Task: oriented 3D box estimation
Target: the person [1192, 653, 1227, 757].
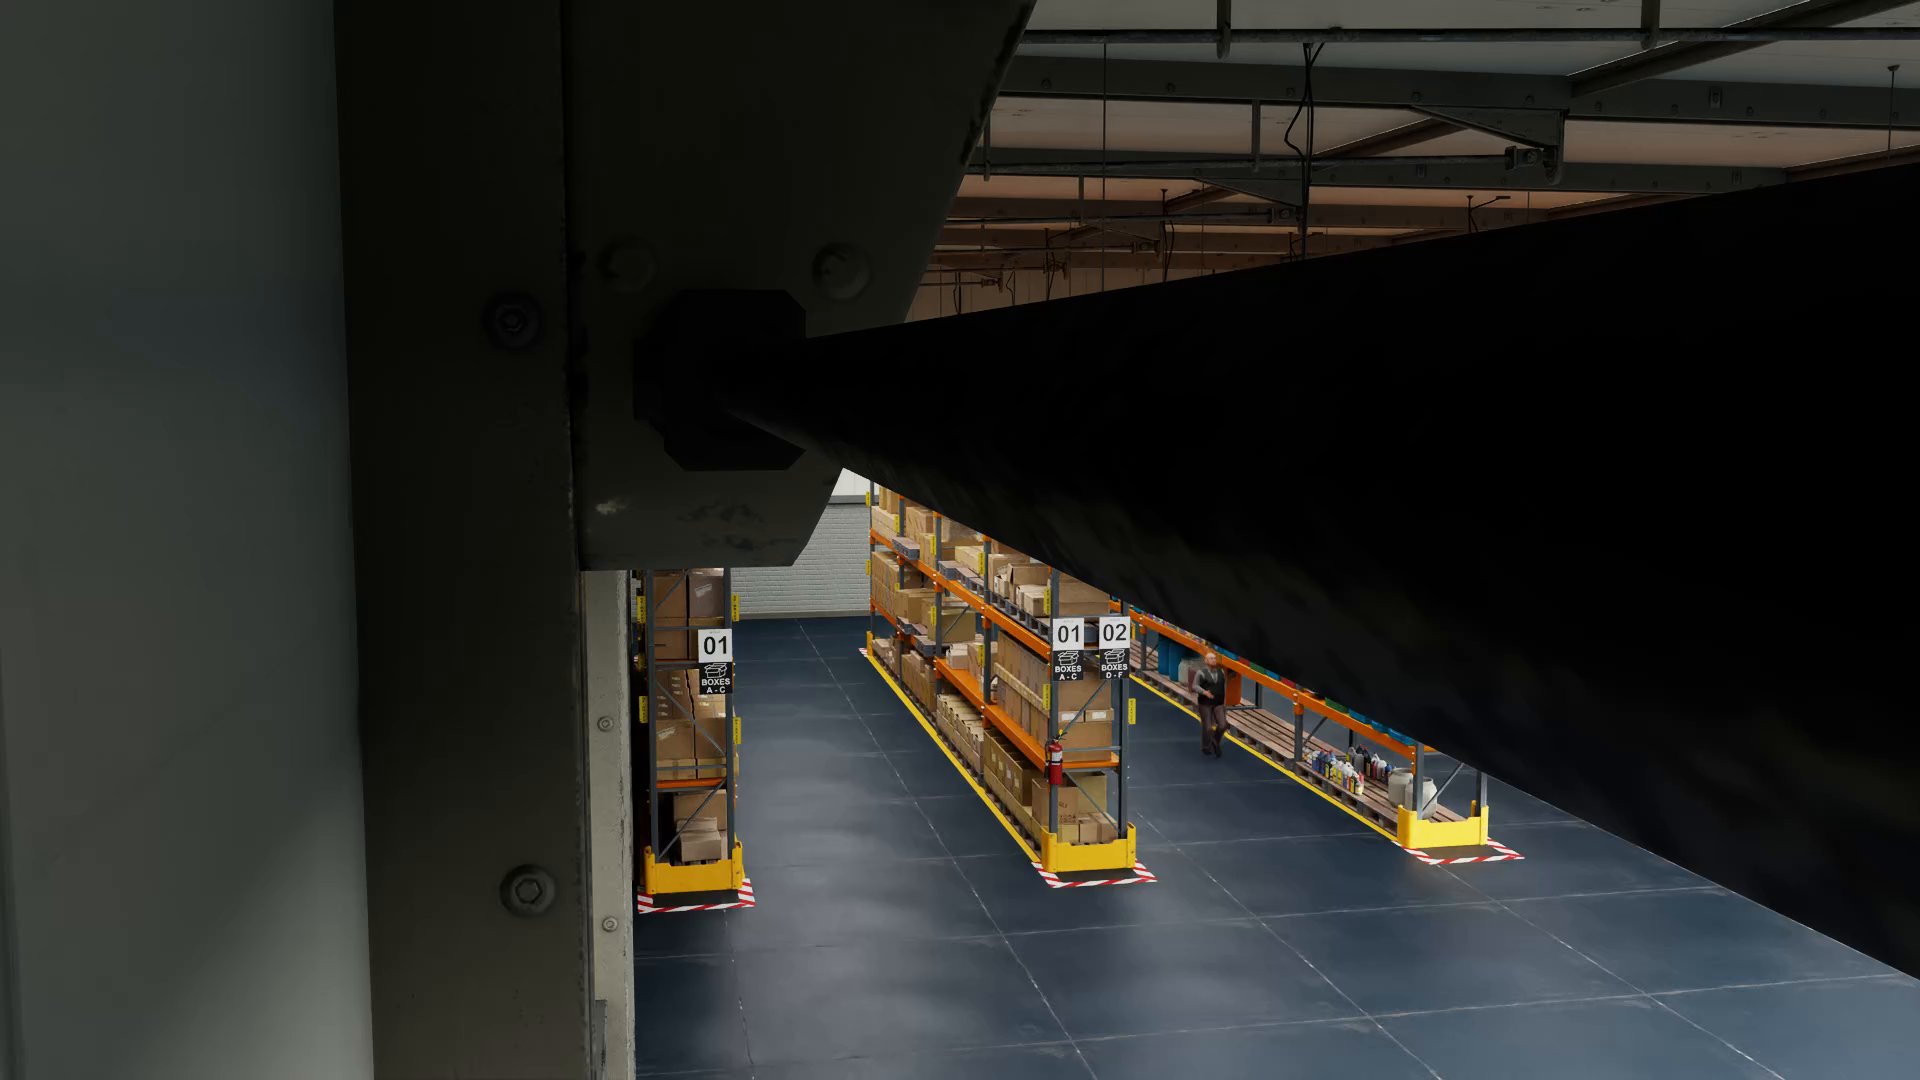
[{"bbox_3d":[4.046,2.664,26.710,0.653,1.703,0.664,-1,6,-11],"label":"person"}]
